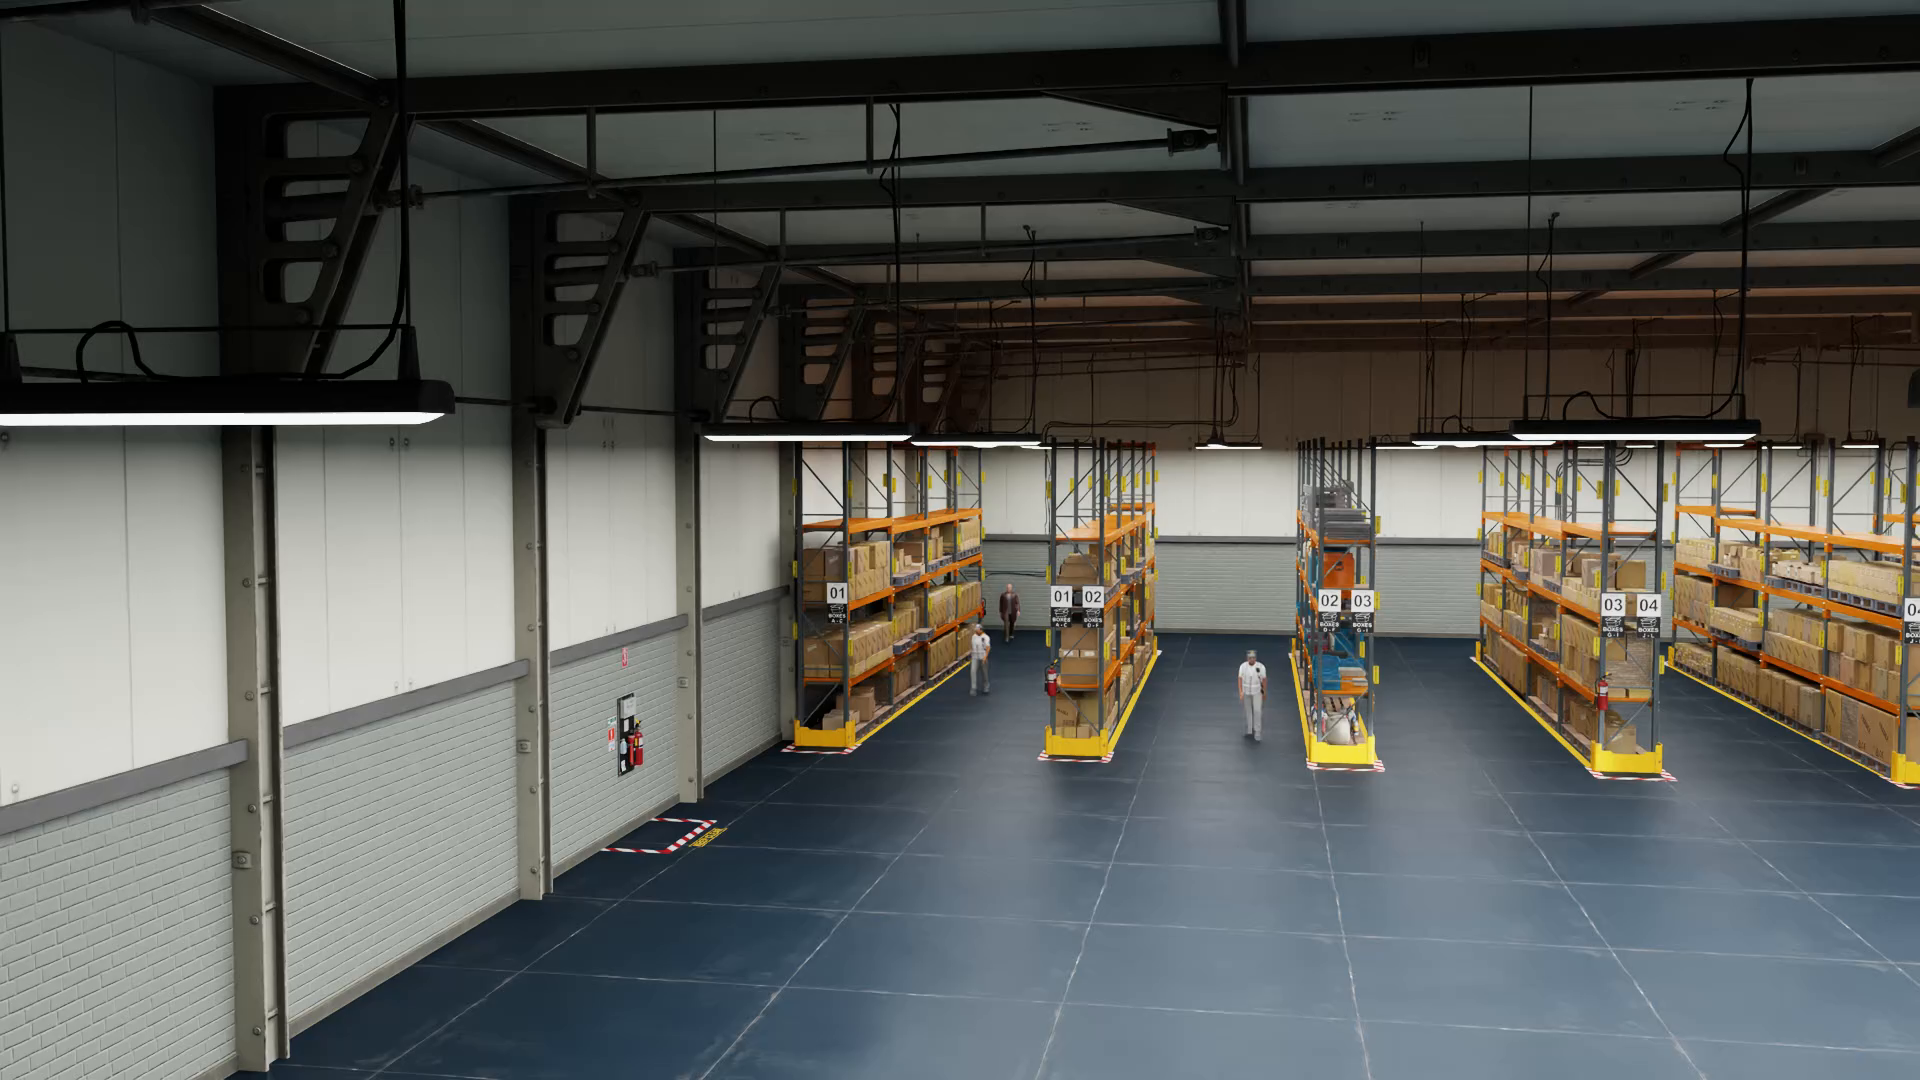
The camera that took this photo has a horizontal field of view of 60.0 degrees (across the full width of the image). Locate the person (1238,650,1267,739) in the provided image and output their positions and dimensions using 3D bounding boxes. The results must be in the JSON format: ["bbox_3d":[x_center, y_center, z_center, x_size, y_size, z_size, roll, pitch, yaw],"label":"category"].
[{"bbox_3d":[5.857,3.068,33.407,0.553,1.718,0.919,1,3,21],"label":"person"}]

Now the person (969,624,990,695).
[{"bbox_3d":[0.457,2.810,39.312,0.501,1.627,0.905,1,3,17],"label":"person"}]

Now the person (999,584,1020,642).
[{"bbox_3d":[1.497,2.192,50.077,0.604,1.725,1.160,0,3,-4],"label":"person"}]
